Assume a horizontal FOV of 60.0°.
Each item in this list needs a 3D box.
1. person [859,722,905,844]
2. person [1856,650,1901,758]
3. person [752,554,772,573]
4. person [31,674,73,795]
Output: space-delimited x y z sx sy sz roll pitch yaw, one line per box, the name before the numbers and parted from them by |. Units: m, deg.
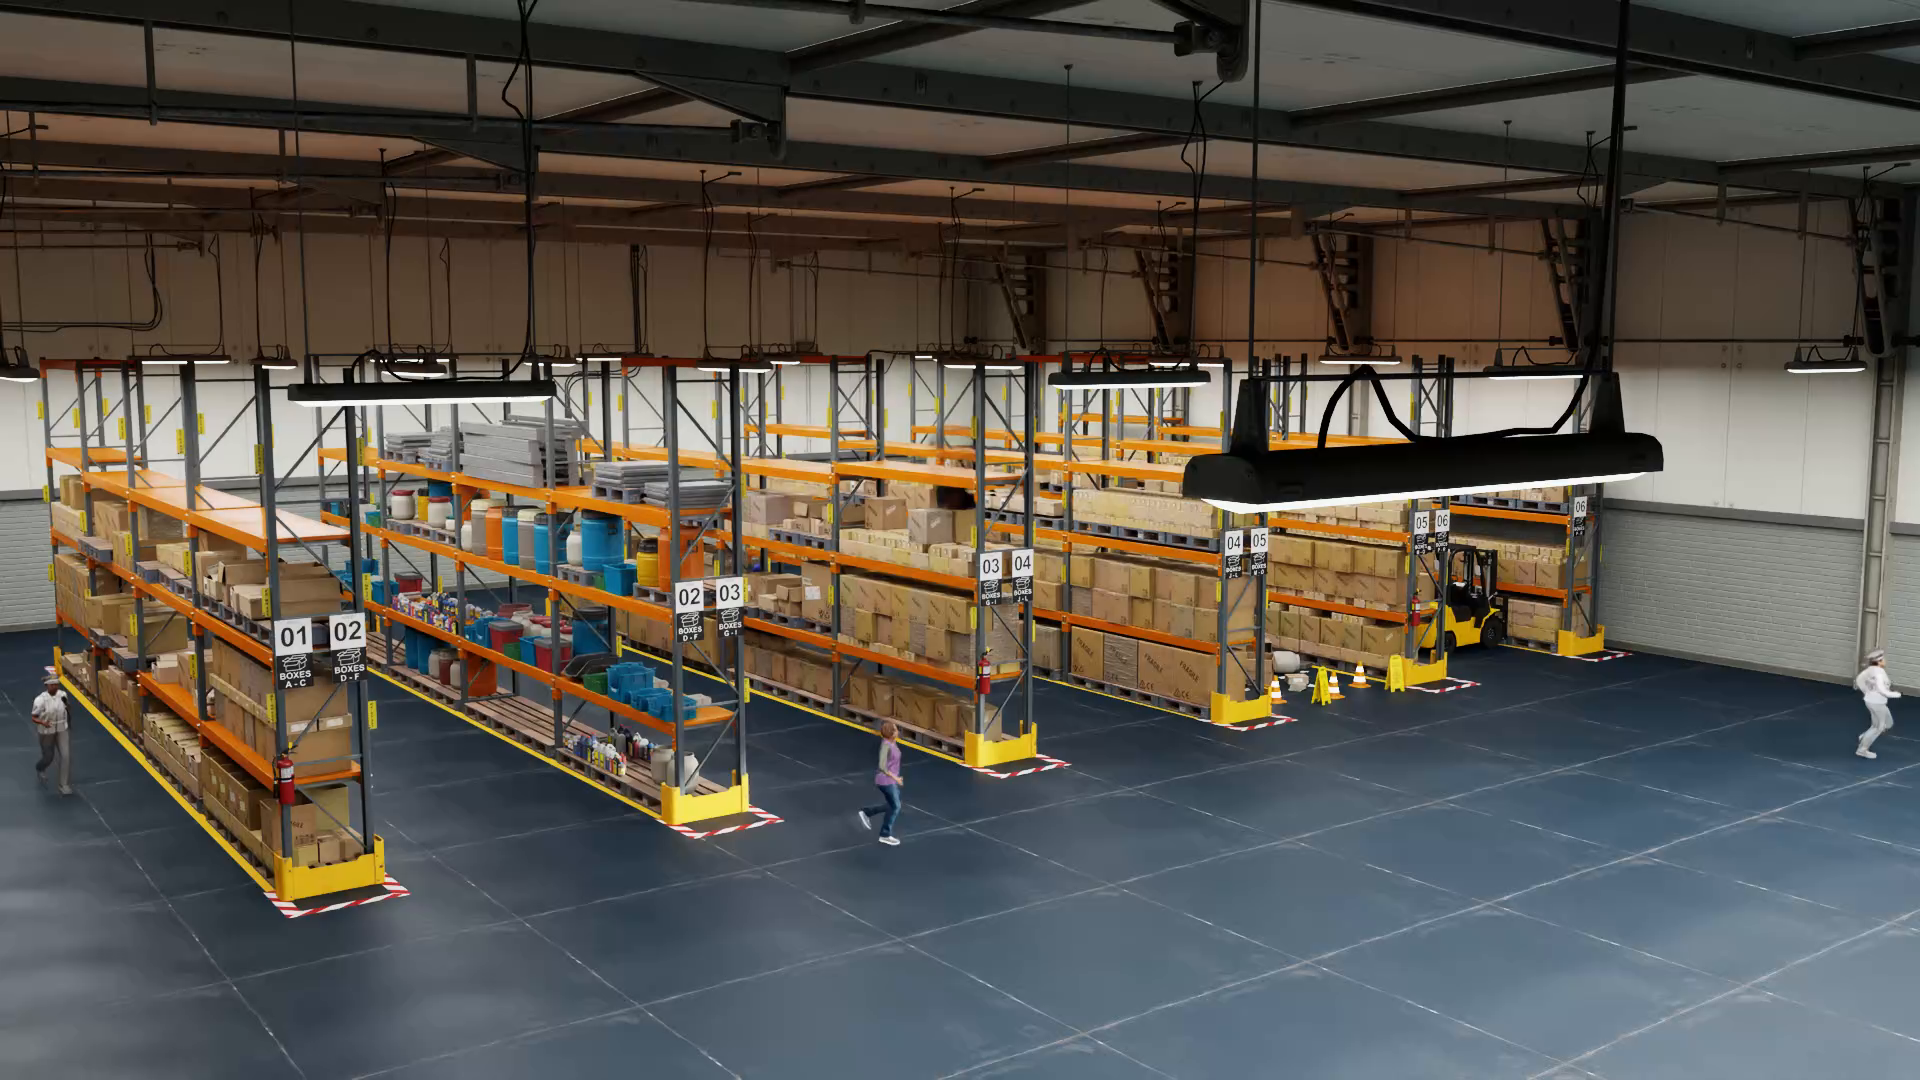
person | -0.986 3.056 20.975 0.606 1.576 0.552 1 7 4
person | 13.958 2.481 25.244 0.569 1.654 0.597 2 7 13
person | -4.537 1.082 37.467 0.956 1.601 0.600 7 10 44
person | -12.781 2.694 23.417 0.889 1.682 0.562 6 9 42
